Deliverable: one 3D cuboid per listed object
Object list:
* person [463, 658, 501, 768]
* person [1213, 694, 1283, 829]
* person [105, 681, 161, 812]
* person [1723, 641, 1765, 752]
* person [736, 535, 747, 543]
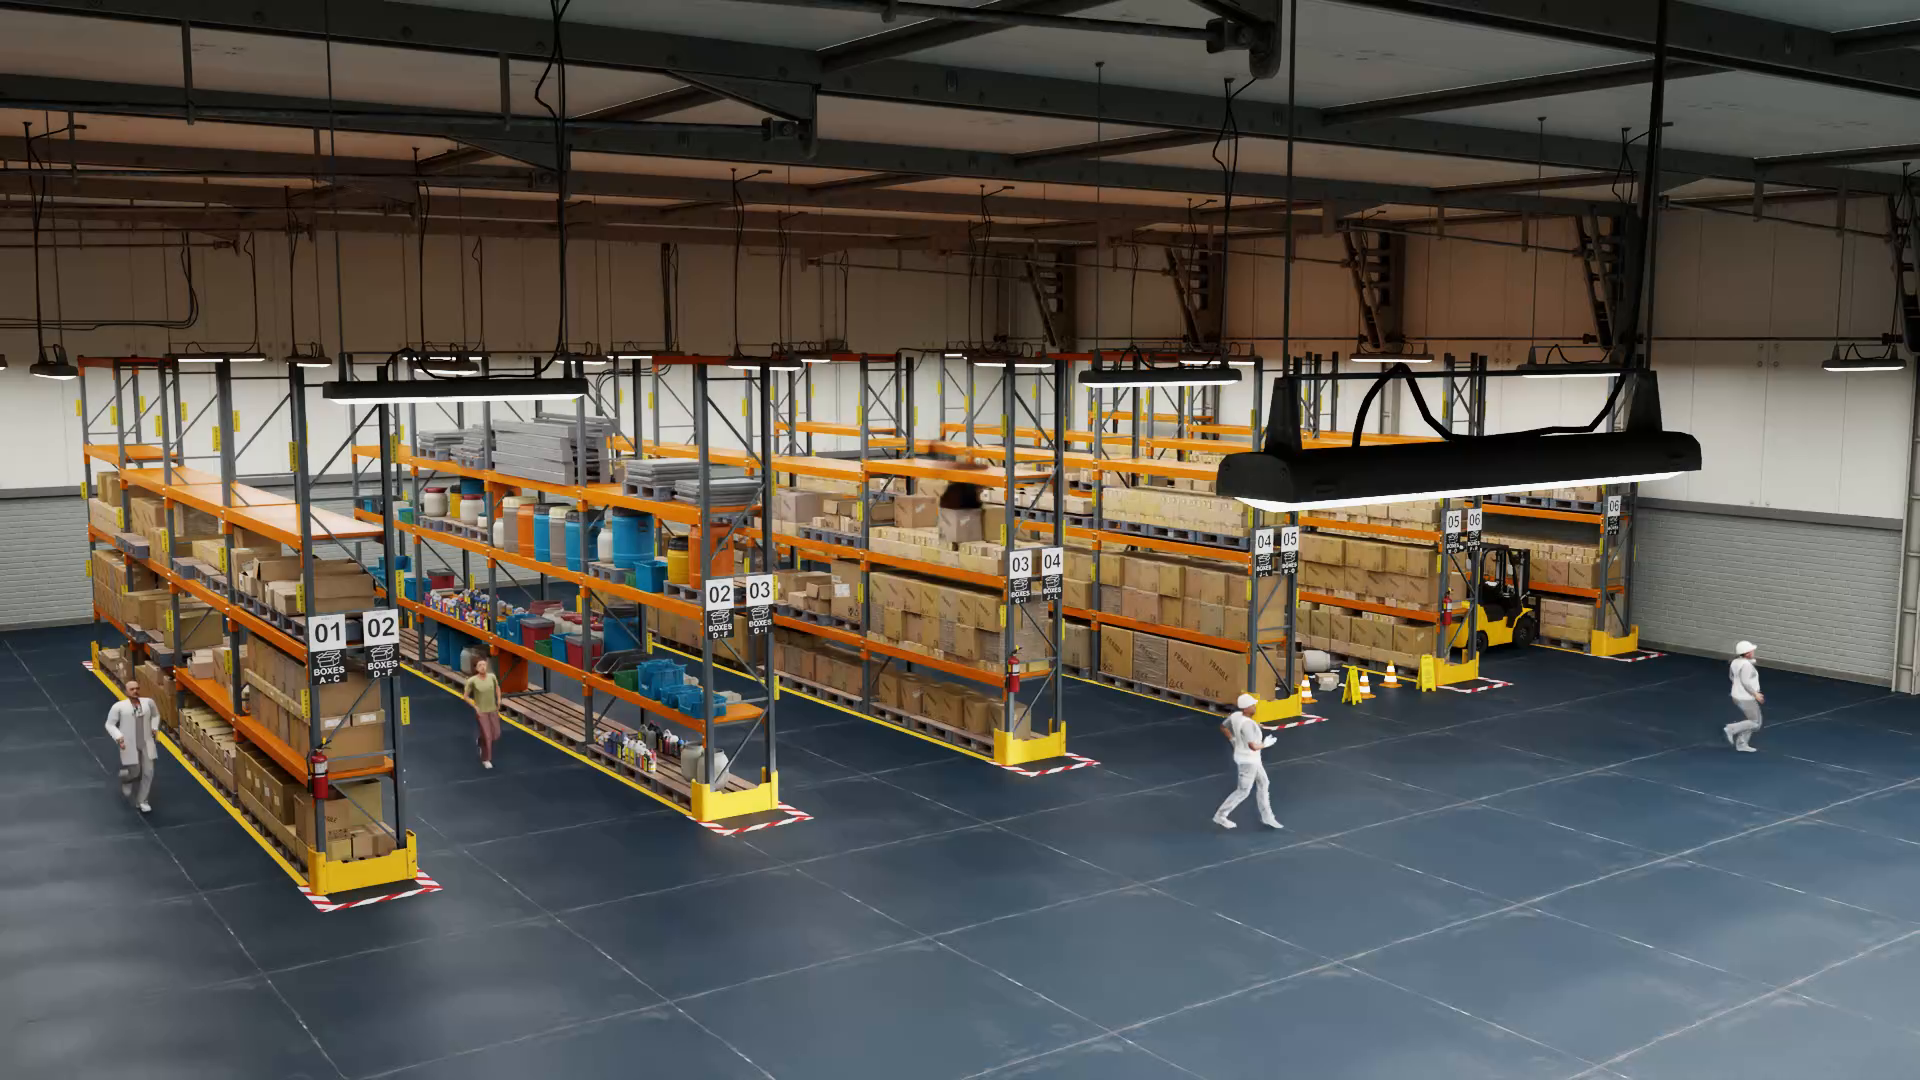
[{"bbox_3d":[-7.063,2.546,24.663,0.580,1.636,0.547,-5,9,-38],"label":"person"},{"bbox_3d":[3.729,2.863,21.401,0.935,1.799,0.690,0,7,1],"label":"person"},{"bbox_3d":[-11.119,2.761,22.447,0.711,1.743,0.756,-7,10,-43],"label":"person"},{"bbox_3d":[11.979,2.400,25.457,0.586,1.730,0.669,1,7,5],"label":"person"},{"bbox_3d":[-5.413,0.592,40.759,0.587,1.628,0.677,4,8,28],"label":"person"}]
